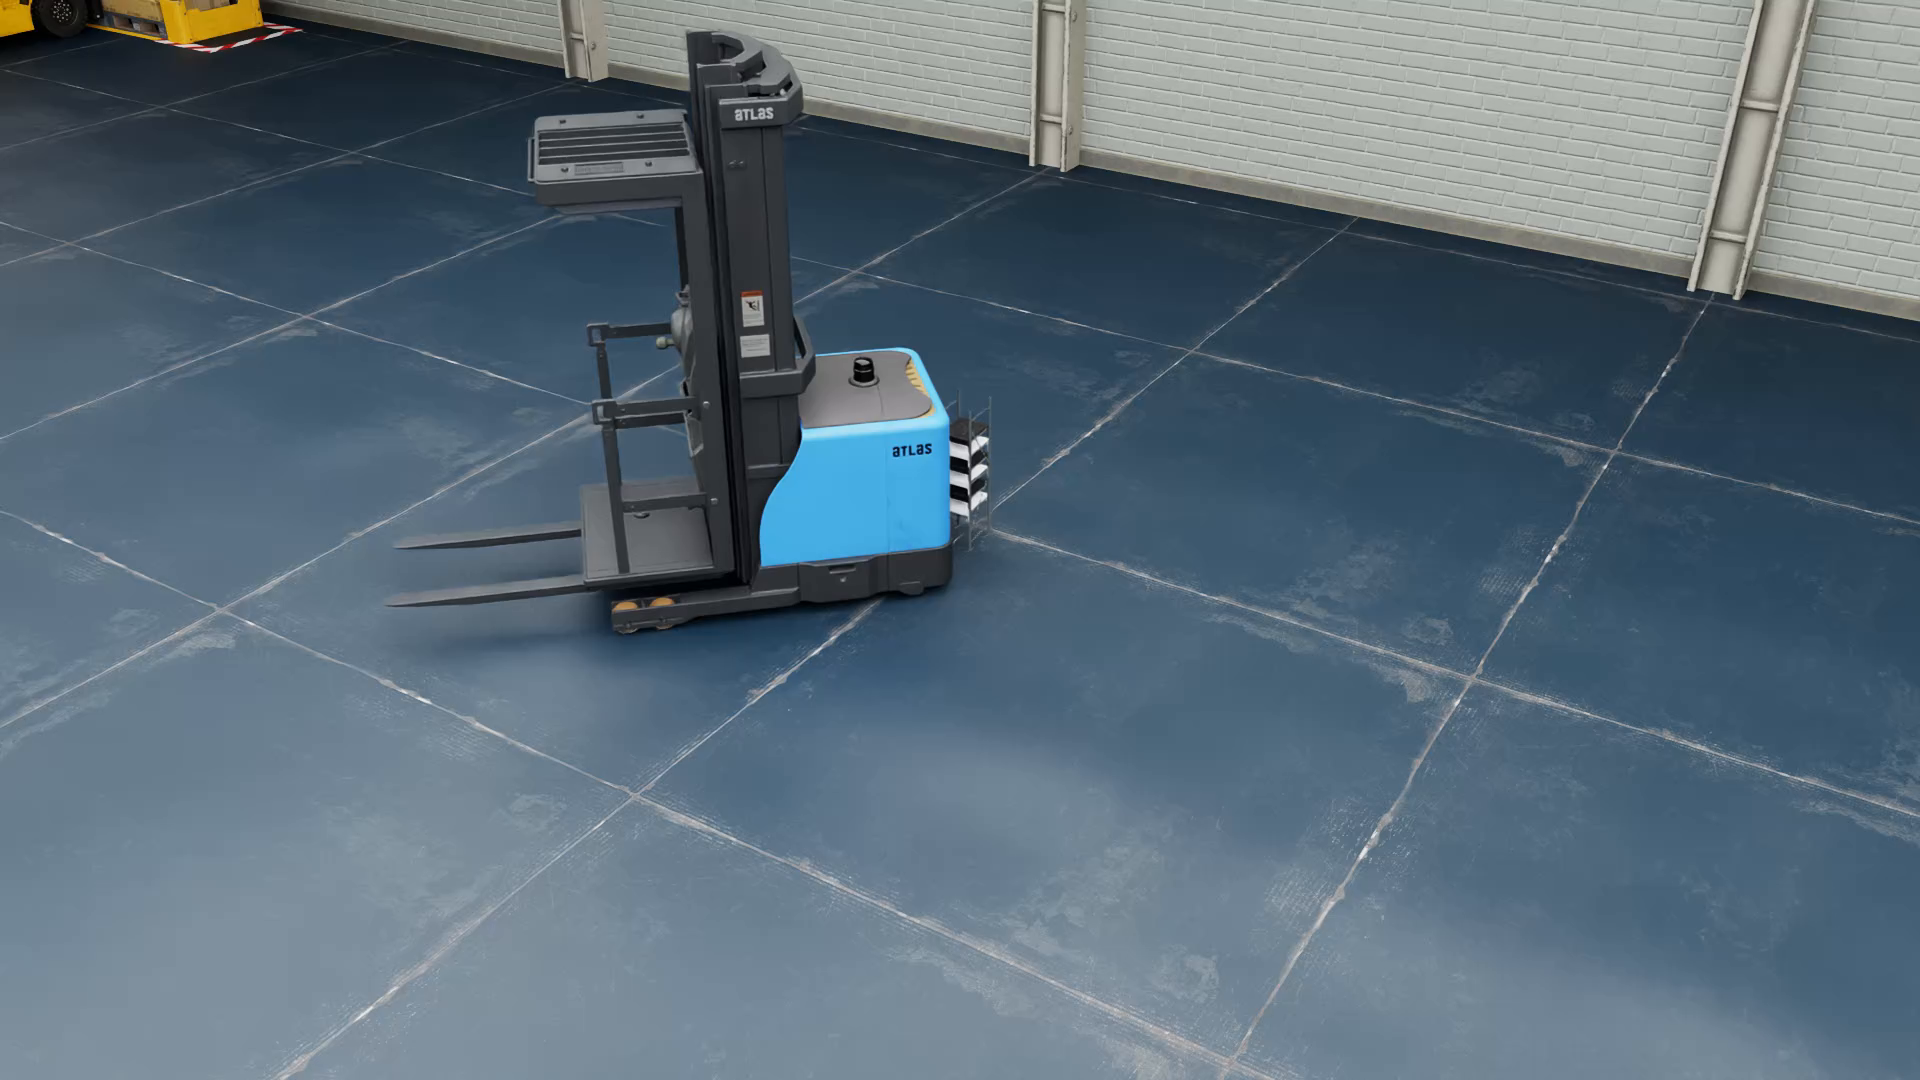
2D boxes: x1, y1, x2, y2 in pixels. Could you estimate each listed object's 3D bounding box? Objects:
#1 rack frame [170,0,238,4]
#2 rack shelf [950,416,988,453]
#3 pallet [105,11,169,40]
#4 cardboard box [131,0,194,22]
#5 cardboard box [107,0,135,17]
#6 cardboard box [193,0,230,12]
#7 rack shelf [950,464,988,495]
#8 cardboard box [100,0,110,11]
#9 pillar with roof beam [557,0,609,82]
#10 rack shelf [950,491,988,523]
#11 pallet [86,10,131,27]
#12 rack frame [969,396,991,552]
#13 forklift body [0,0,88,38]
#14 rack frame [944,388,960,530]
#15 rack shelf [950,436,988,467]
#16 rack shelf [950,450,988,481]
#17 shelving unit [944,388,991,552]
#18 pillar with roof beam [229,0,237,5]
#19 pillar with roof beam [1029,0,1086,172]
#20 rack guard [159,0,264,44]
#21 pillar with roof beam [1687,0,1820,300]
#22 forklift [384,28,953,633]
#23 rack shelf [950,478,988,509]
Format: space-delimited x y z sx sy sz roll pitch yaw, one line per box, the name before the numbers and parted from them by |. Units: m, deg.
rack frame | -9.147 -7.533 19.686 0.127 3.000 1.000 18 35 27
rack shelf | 0.025 -0.600 9.417 0.200 0.077 0.258 16 34 26
pallet | -9.817 -6.515 20.709 1.213 0.211 1.003 18 35 27
cardboard box | -9.713 -6.518 20.257 0.500 0.250 0.500 18 35 28
cardboard box | -10.129 -6.655 20.492 0.500 0.250 0.500 18 35 27
cardboard box | -9.459 -6.742 20.641 0.500 0.250 0.500 18 35 28
rack shelf | 0.025 -0.367 9.553 0.200 0.077 0.258 16 34 26
cardboard box | -10.548 -6.793 20.729 0.500 0.250 0.500 18 35 28
pillar with roof beam | -6.464 -7.251 13.248 0.400 9.000 9.100 18 35 27
rack shelf | 0.025 -0.212 9.643 0.200 0.077 0.258 16 34 26
pallet | -10.846 -6.843 21.270 1.213 0.211 1.003 18 35 27
rack frame | 0.113 -0.370 9.491 0.006 0.900 0.240 16 34 26
forklift body | -11.723 -6.896 19.435 1.214 2.155 2.313 18 35 27
rack frame | -0.063 -0.422 9.580 0.006 0.900 0.240 16 34 26
rack shelf | 0.025 -0.523 9.462 0.200 0.077 0.258 16 34 26
rack shelf | 0.025 -0.445 9.507 0.200 0.077 0.258 16 34 26
shelving unit | 0.025 -0.396 9.536 0.210 0.900 0.258 16 34 26
pillar with roof beam | -11.546 -8.858 16.003 0.400 9.000 9.100 18 35 27
pillar with roof beam | -1.382 -5.643 10.493 0.400 9.000 9.100 18 35 27
rack guard | -9.126 -6.447 20.304 0.348 0.500 1.175 18 35 27
pillar with roof beam | 3.700 -4.036 7.738 0.400 9.000 9.100 18 35 27
forklift | -1.613 -1.059 8.656 3.031 2.935 1.130 -6 31 -11
rack shelf | 0.025 -0.290 9.598 0.200 0.077 0.258 16 34 26
